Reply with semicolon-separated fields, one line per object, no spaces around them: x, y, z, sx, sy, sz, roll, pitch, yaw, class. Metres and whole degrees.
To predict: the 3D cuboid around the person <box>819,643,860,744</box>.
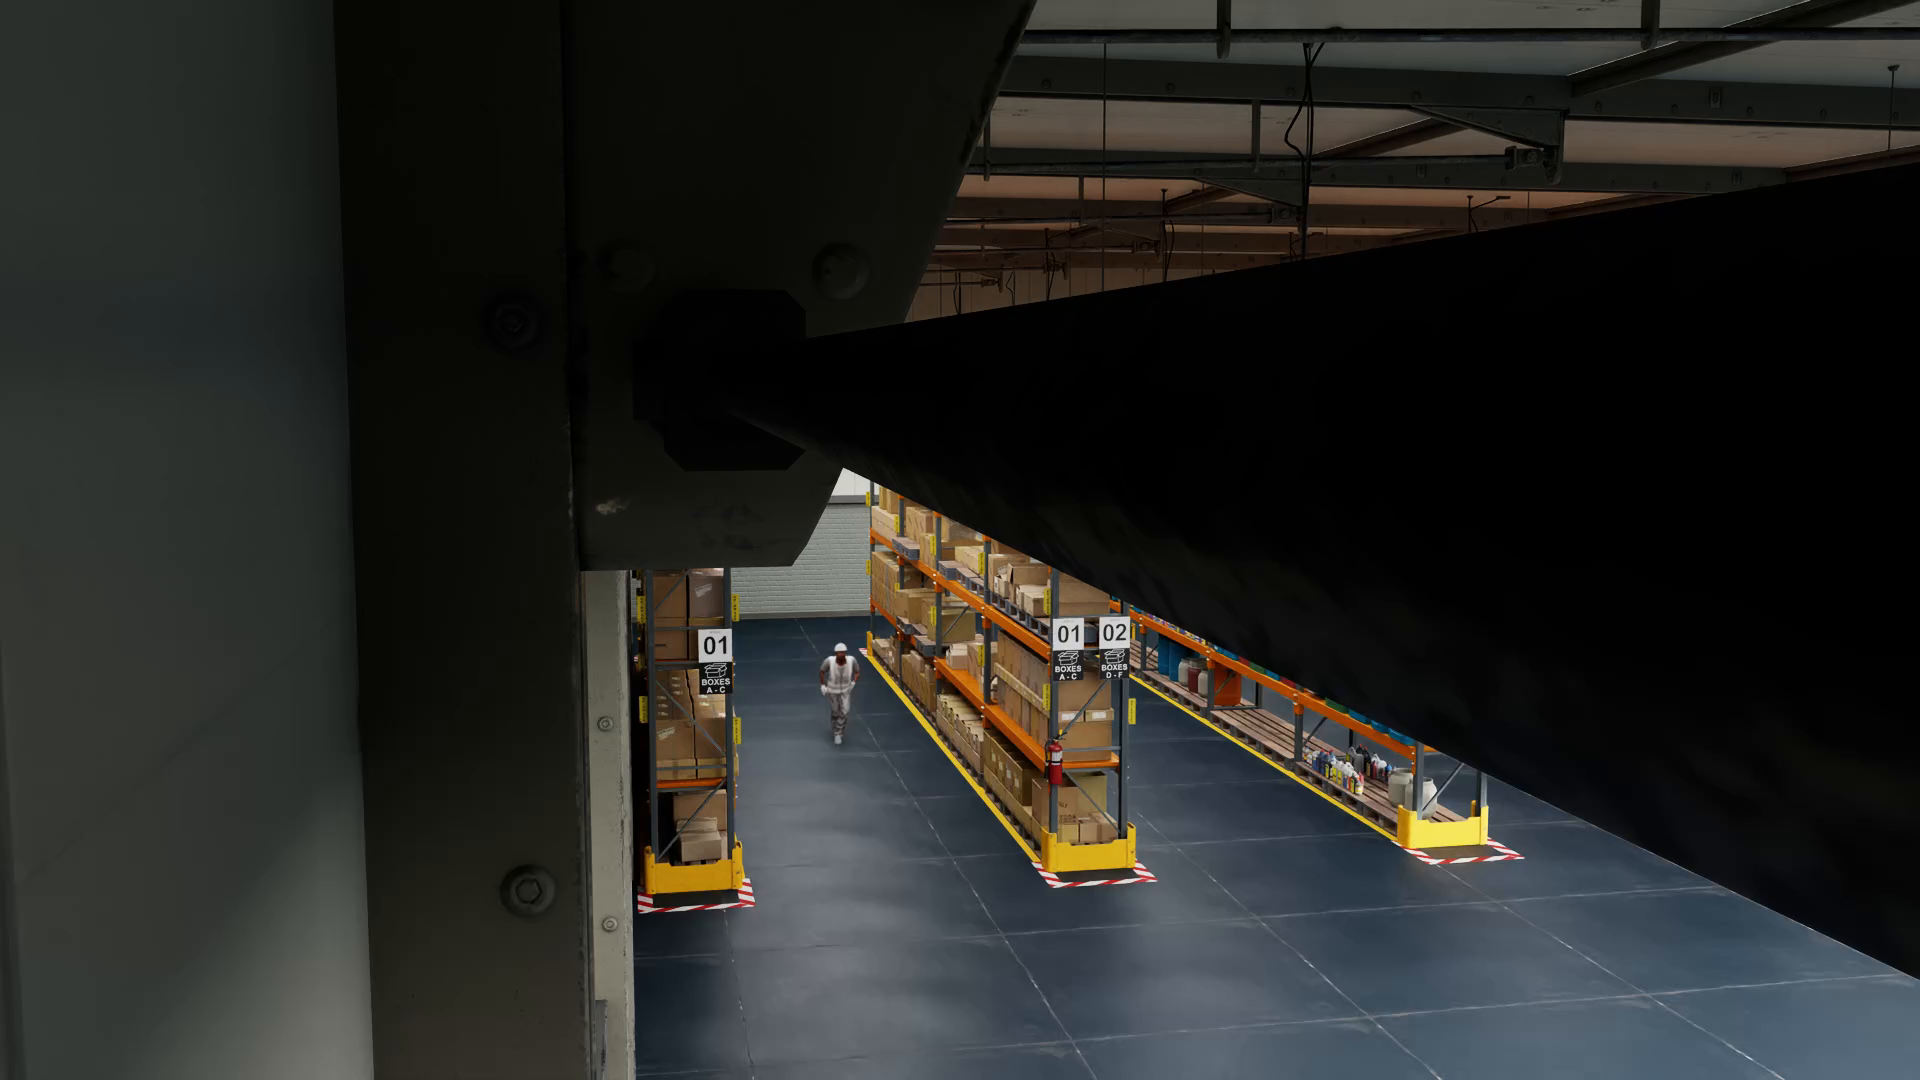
-2.033;2.558;28.070;0.662;1.711;0.738;-2;6;-15;person
